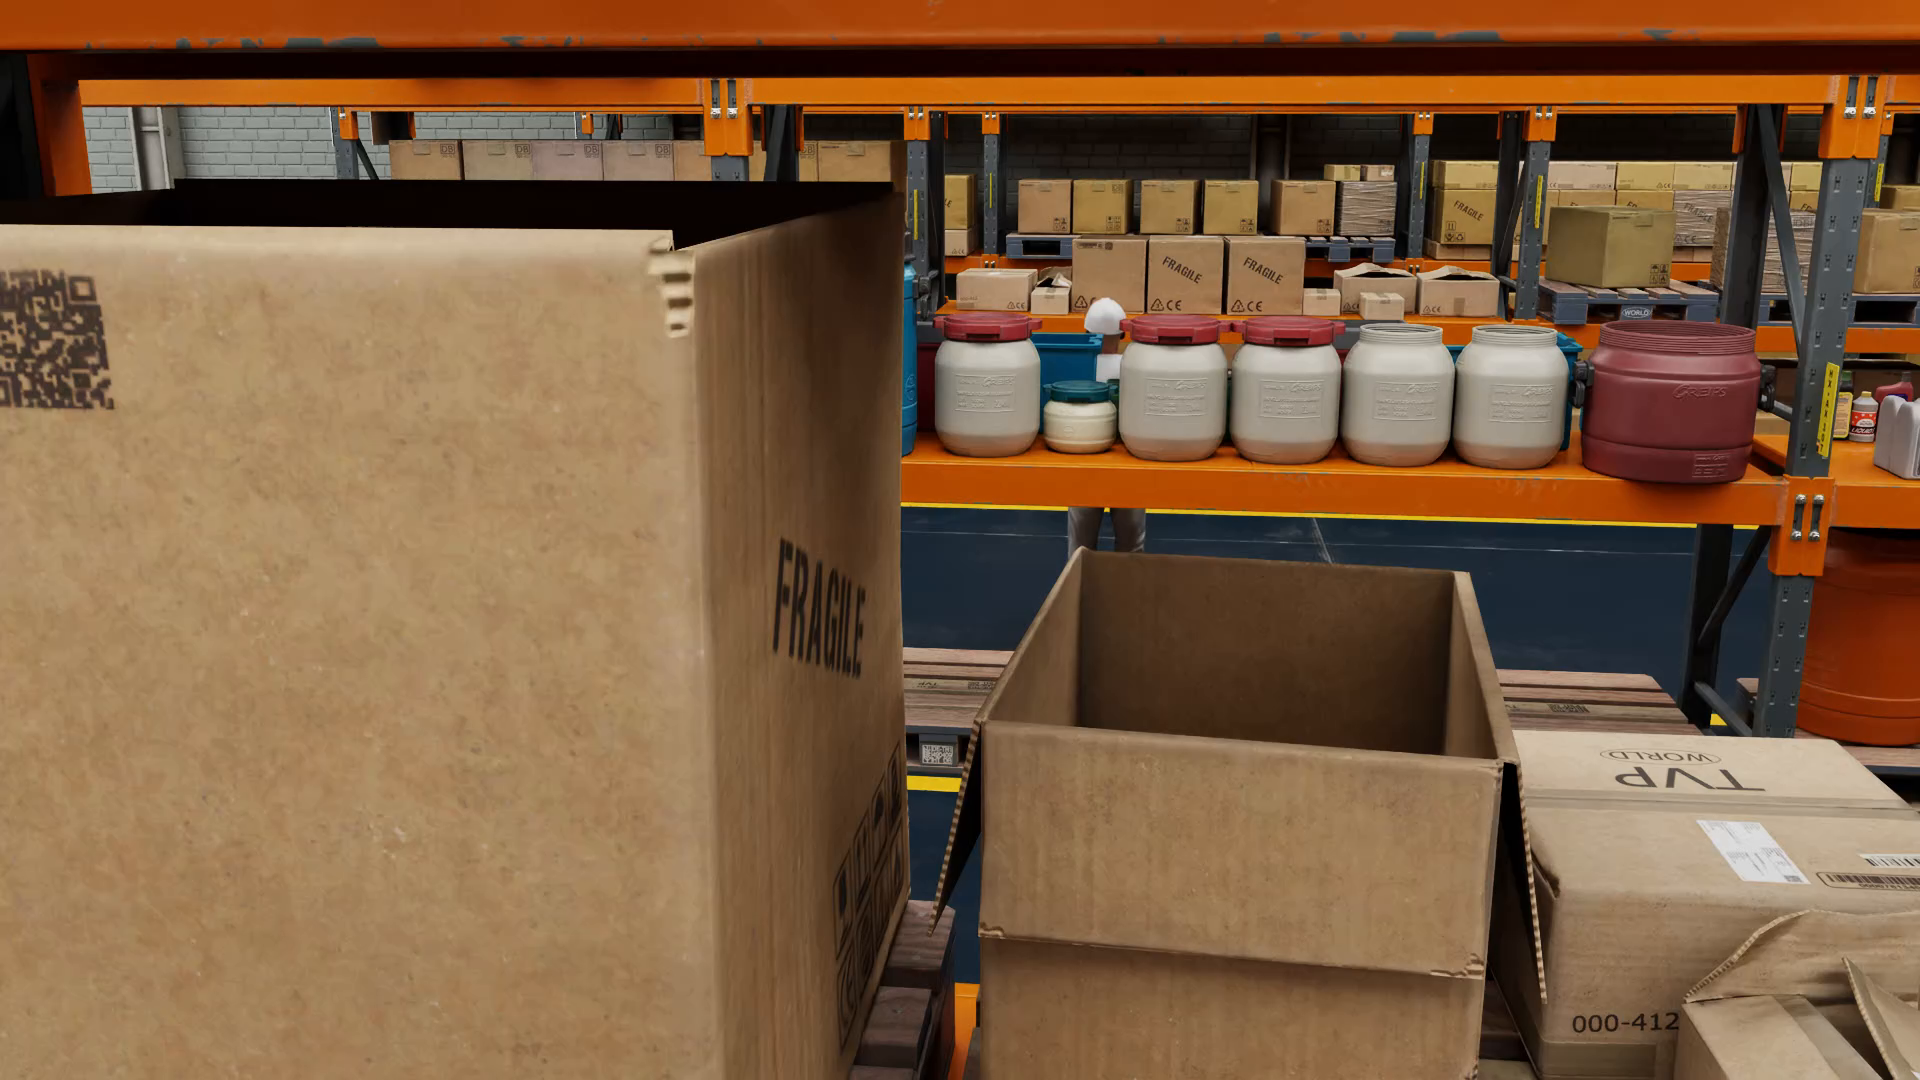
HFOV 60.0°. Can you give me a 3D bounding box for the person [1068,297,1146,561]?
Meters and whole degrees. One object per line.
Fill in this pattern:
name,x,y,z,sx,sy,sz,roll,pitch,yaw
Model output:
person,0.729,-0.346,8.334,0.502,1.762,0.586,2,14,6
